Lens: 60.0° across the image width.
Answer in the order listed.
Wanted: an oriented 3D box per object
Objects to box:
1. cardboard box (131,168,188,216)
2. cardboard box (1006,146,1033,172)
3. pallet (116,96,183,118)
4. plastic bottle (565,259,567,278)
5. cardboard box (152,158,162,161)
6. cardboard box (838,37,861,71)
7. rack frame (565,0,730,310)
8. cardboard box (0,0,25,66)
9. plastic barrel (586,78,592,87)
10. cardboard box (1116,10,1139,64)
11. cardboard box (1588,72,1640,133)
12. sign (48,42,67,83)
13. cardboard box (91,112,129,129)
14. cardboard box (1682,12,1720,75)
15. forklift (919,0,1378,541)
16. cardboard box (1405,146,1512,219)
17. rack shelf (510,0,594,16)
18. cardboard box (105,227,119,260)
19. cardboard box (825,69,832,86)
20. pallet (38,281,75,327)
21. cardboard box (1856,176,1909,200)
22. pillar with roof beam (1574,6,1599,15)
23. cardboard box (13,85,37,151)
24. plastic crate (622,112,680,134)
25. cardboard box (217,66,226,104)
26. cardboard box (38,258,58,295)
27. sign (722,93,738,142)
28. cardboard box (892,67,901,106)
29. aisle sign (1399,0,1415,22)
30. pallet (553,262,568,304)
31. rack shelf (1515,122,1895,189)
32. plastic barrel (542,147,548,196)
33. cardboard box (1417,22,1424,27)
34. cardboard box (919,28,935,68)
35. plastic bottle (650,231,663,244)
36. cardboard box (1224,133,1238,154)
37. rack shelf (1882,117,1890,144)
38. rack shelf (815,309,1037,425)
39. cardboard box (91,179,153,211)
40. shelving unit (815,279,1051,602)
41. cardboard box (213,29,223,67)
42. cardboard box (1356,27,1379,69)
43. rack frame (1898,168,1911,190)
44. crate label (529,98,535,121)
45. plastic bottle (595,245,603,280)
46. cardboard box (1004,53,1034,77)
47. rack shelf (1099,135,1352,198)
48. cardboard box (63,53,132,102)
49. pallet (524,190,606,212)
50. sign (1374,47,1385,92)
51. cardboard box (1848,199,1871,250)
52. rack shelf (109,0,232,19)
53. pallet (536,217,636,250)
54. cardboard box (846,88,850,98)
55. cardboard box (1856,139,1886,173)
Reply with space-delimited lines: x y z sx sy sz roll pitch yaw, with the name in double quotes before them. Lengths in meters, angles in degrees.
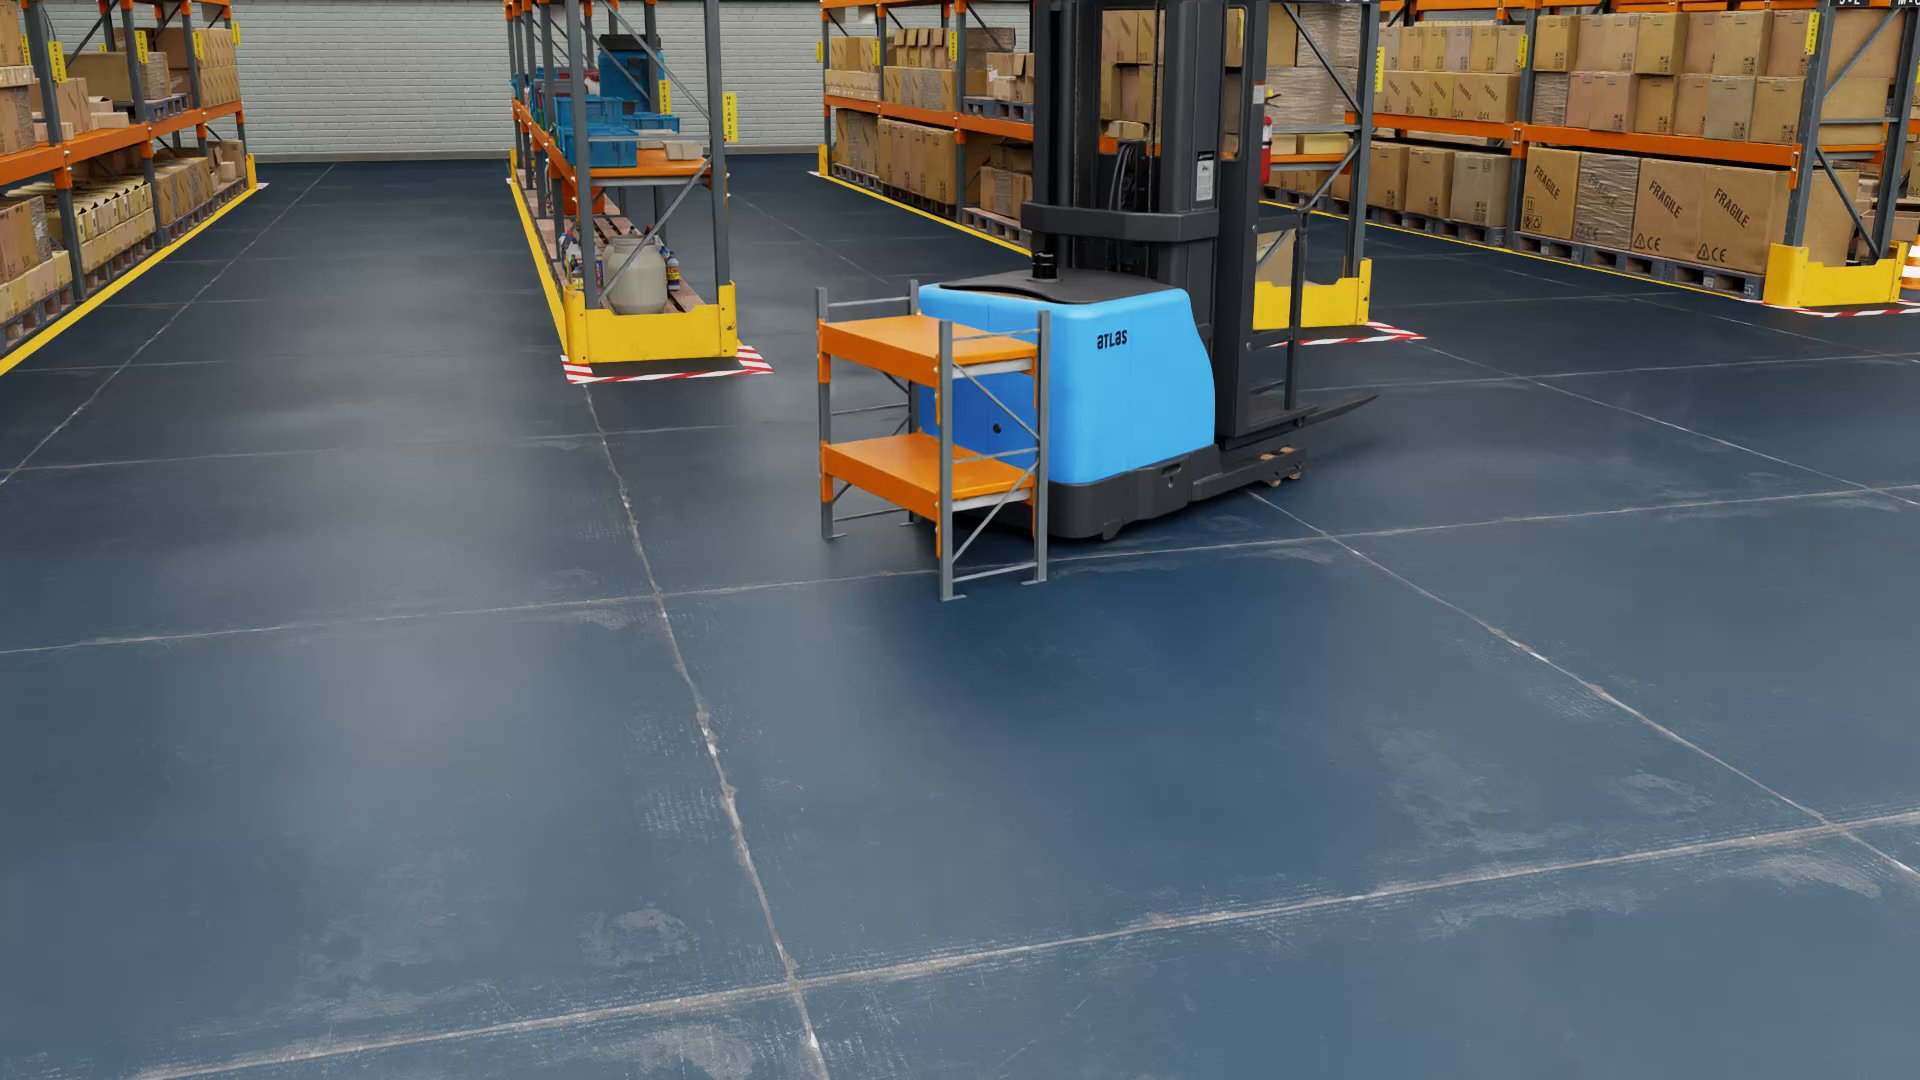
"cardboard box" -9.208 -3.995 19.117 0.500 0.500 0.500 -5 17 -16
"cardboard box" 0.819 -4.375 19.080 0.500 0.250 0.500 -3 17 -9
"pallet" -9.614 -4.995 19.200 1.003 0.211 1.213 -5 17 -15
"plastic bottle" -3.282 -2.315 14.045 0.097 0.201 0.097 0 17 0
"cardboard box" -10.276 -4.516 20.853 0.500 0.500 0.500 -6 18 -18
"cardboard box" -1.590 -7.539 25.775 0.500 0.500 0.500 -5 17 -17
"rack frame" -2.113 -2.727 11.316 1.000 3.000 0.127 -5 17 -15
"cardboard box" -7.848 -3.990 13.091 0.700 0.500 0.500 -5 17 -15
"plastic barrel" -3.707 -4.609 17.388 0.421 0.512 0.421 0 17 0
"cardboard box" 1.705 -4.473 14.700 0.500 0.500 0.500 -5 17 -15
"cardboard box" 6.668 -4.251 16.128 0.875 0.550 0.550 -5 17 -15
"sign" -7.443 -3.940 13.711 0.100 0.325 0.005 -5 17 -15
"cardboard box" -8.562 -4.202 16.663 0.380 0.149 0.250 -5 17 -15
"cardboard box" 7.118 -4.488 15.041 0.875 0.550 0.550 -5 17 -15
"forklift" 1.121 -1.754 8.198 1.130 2.935 3.031 14 22 39
"cardboard box" 5.828 -4.144 19.216 1.050 0.750 0.750 -5 17 -15
"rack shelf" -4.861 -6.585 20.196 1.077 0.370 4.000 -5 17 -15
"cardboard box" -8.133 -2.743 15.418 0.500 0.250 0.500 -5 18 -17
"cardboard box" -1.875 -7.461 26.819 0.500 0.250 0.500 -5 17 -17
"pallet" -7.797 -1.884 13.357 1.003 0.211 1.213 -5 17 -15
"cardboard box" 10.932 -4.096 19.711 0.950 0.372 0.625 -4 17 -15
"pillar with roof beam" 8.539 -12.071 31.995 9.100 9.000 0.400 -5 17 -15
"cardboard box" -7.848 -3.368 13.278 0.700 0.500 0.500 -5 17 -17
"plastic crate" -2.647 -3.477 14.073 0.499 0.251 0.616 -5 17 -15
"cardboard box" -10.473 -6.286 22.992 0.500 0.500 0.500 -5 17 -16
"cardboard box" -7.510 -2.077 13.202 0.500 0.250 0.500 -5 17 -15
"sign" -1.583 -2.902 11.417 0.100 0.325 0.005 -5 17 -15
"cardboard box" -0.623 -6.200 22.703 0.500 0.500 0.500 -5 17 -15
"aisle sign" 8.059 -9.617 29.735 0.394 0.787 0.004 -5 17 -15
"pallet" -3.068 -2.309 14.771 1.003 0.211 1.213 -5 17 -15
"rack shelf" 6.897 -3.691 15.777 1.077 0.370 4.000 -5 17 -15
"plastic barrel" -5.083 -4.895 21.450 0.600 0.901 0.708 -5 17 -15
"cardboard box" 7.955 -8.685 28.112 0.380 0.149 0.250 -5 17 -15
"cardboard box" -0.102 -6.429 21.722 0.797 0.503 0.637 -4 17 -13
"plastic bottle" -2.616 -2.478 14.326 0.144 0.351 0.185 -5 17 -16
"cardboard box" 2.305 -3.130 13.094 0.380 0.149 0.250 -5 17 -15
"rack shelf" 10.529 -5.217 20.856 1.077 0.370 4.000 -5 17 -15
"rack shelf" -0.133 -0.737 6.931 0.538 0.278 1.000 -10 20 -31
"cardboard box" -8.694 -3.577 17.219 0.500 0.311 0.500 -4 17 -14
"shelving unit" -0.133 -0.456 7.016 0.538 1.125 1.048 -10 20 -31
"cardboard box" -10.459 -6.763 22.839 0.500 0.500 0.500 -4 17 -14
"cardboard box" 5.361 -6.097 20.625 0.700 0.500 0.500 -5 17 -16
"rack frame" 11.082 -5.009 18.912 0.949 2.616 0.053 -5 17 -15
"crate label" -4.556 -4.713 18.220 0.303 0.233 0.416 -5 17 -15
"plastic bottle" -3.085 -2.332 13.972 0.152 0.276 0.135 -5 17 -15
"cardboard box" 0.887 -5.288 18.937 0.700 0.500 0.500 -2 17 -7
"rack shelf" 2.100 -3.327 14.565 1.077 0.370 4.000 -5 17 -15
"cardboard box" -9.356 -4.963 17.858 0.700 0.500 0.500 -12 20 -34
"pallet" -5.239 -4.494 22.046 1.003 0.211 1.213 -5 17 -15
"sign" 3.171 -3.576 12.638 0.100 0.325 0.005 -5 17 -15
"cardboard box" 8.996 -3.315 17.378 0.797 0.637 0.503 -5 17 -15
"rack shelf" -10.724 -7.301 22.580 1.077 0.370 4.000 -5 17 -15
"pallet" -4.136 -3.387 18.360 1.003 0.211 1.213 -5 17 -15
"cardboard box" -1.543 -6.874 25.560 0.380 0.149 0.250 -5 17 -17
"cardboard box" 14.154 -5.896 25.481 0.500 0.500 0.500 -4 17 -13
